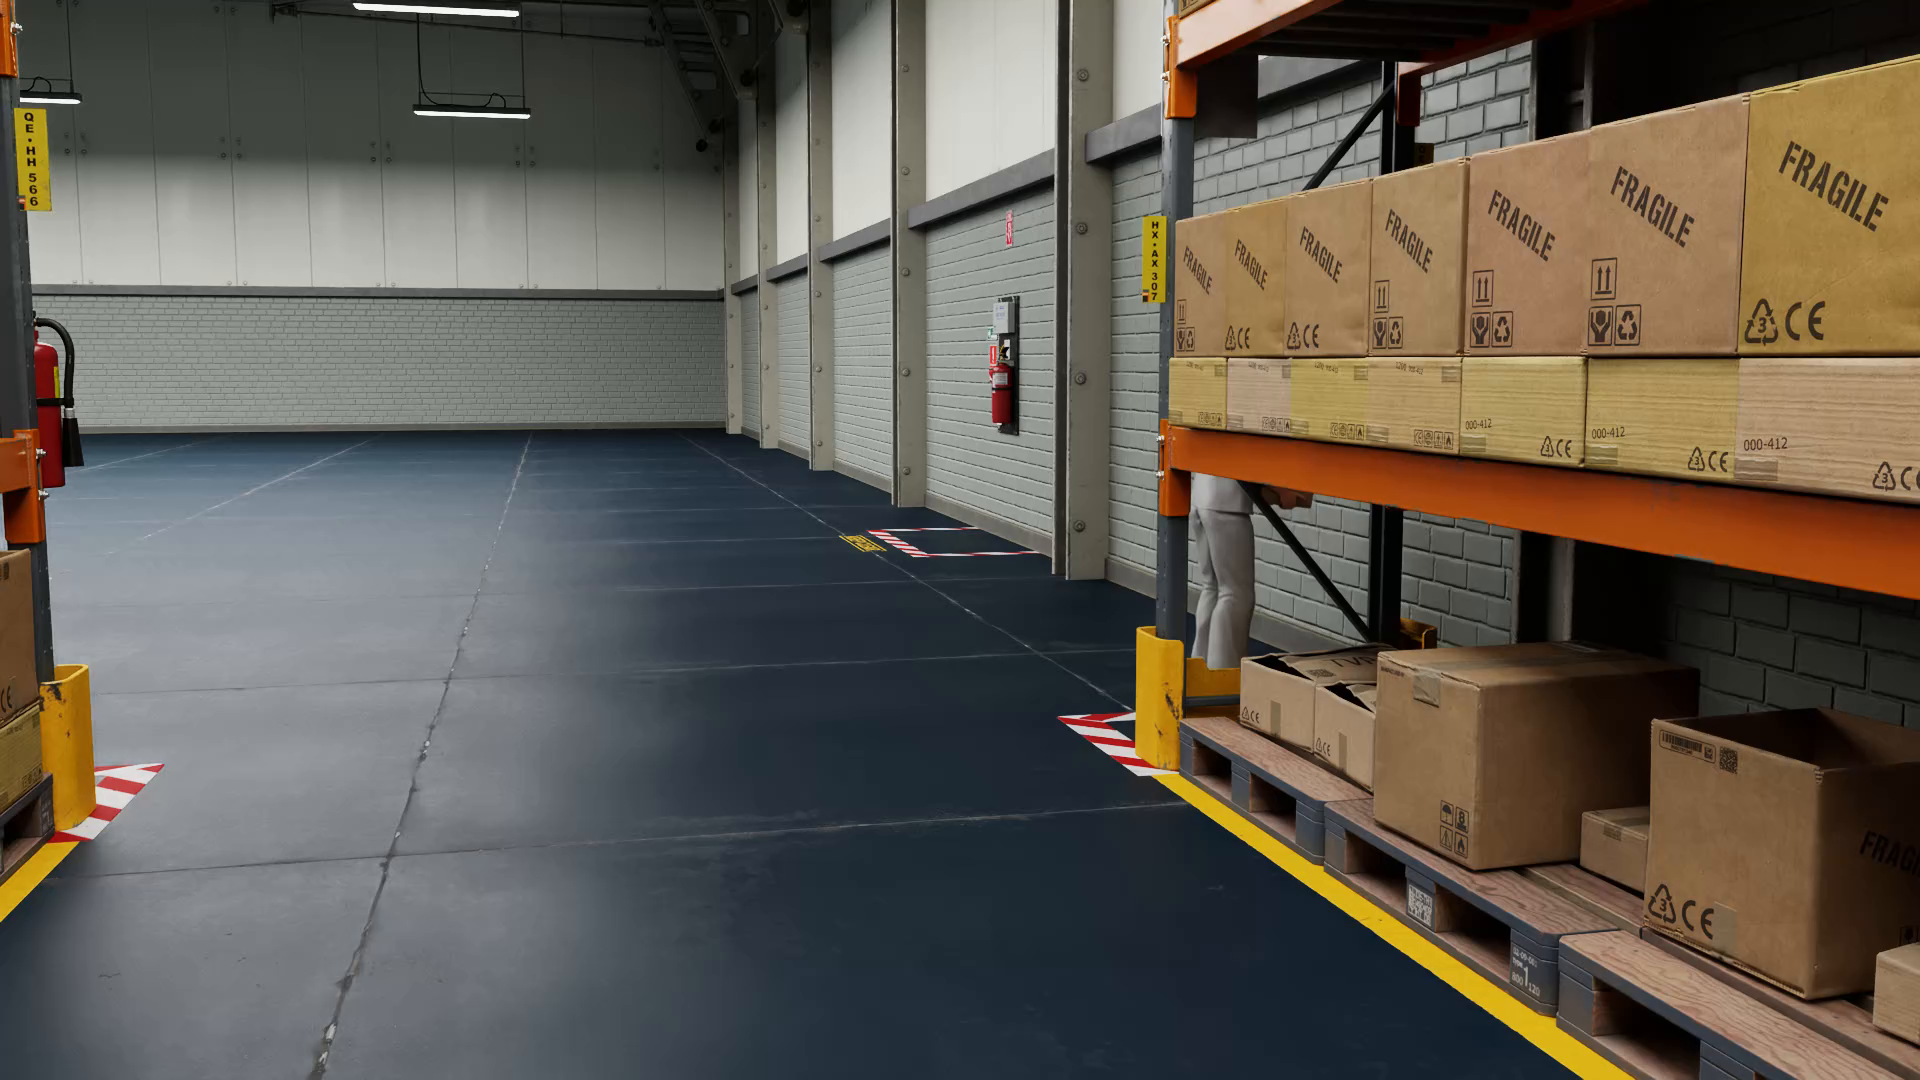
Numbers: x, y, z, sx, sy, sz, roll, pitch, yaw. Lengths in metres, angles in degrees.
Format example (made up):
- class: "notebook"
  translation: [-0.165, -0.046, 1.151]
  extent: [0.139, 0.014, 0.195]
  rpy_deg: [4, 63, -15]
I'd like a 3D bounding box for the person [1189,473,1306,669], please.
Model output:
- class: "person"
  translation: [1.274, -0.103, 7.658]
  extent: [0.560, 1.663, 0.436]
  rpy_deg: [-1, 6, -13]
